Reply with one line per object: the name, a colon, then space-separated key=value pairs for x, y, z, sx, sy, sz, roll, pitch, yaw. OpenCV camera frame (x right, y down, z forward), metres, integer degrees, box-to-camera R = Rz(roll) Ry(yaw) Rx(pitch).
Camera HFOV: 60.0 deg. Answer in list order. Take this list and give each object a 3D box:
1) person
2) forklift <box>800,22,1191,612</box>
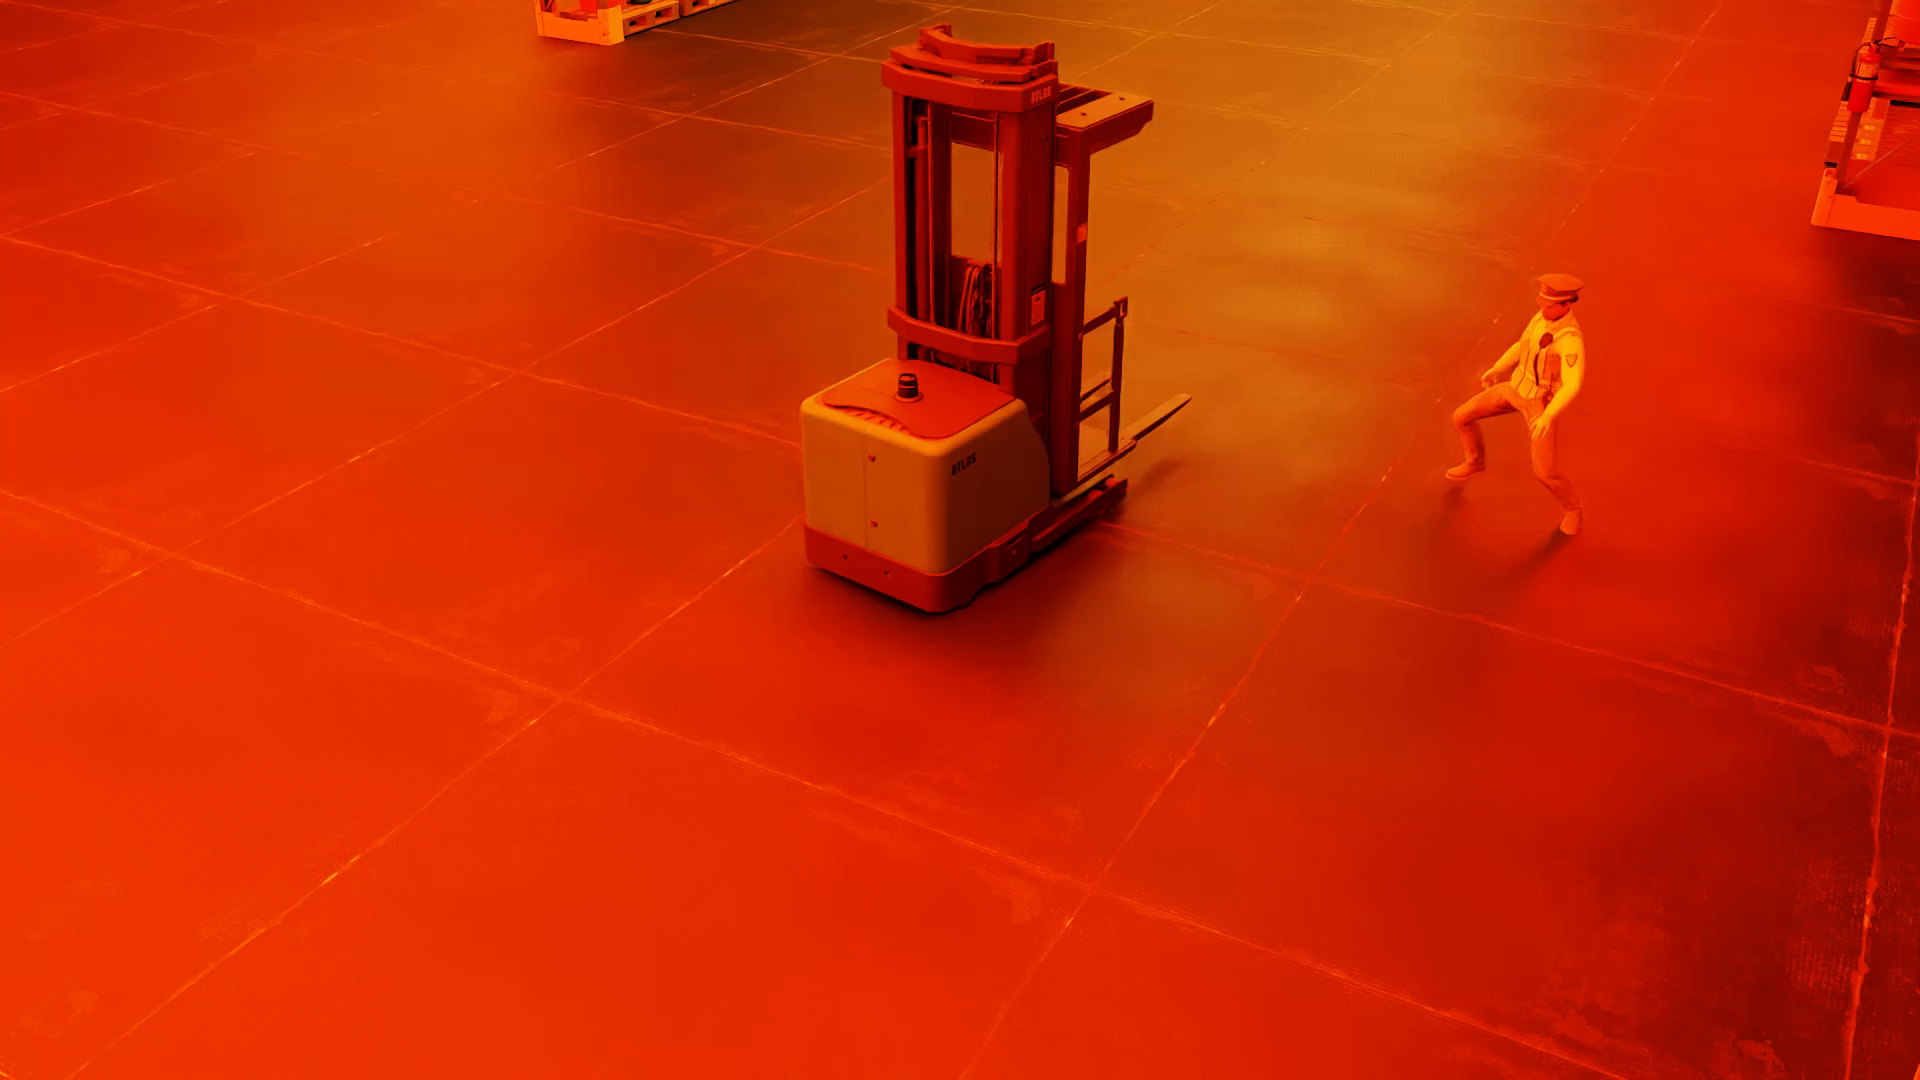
person: x=3.463 y=-0.848 z=9.981 sx=0.667 sy=1.545 sz=0.881 roll=-6 pitch=31 yaw=-10
forklift: x=0.387 y=-1.547 z=9.751 sx=1.130 sy=2.935 sz=3.031 roll=21 pitch=36 yaw=31
